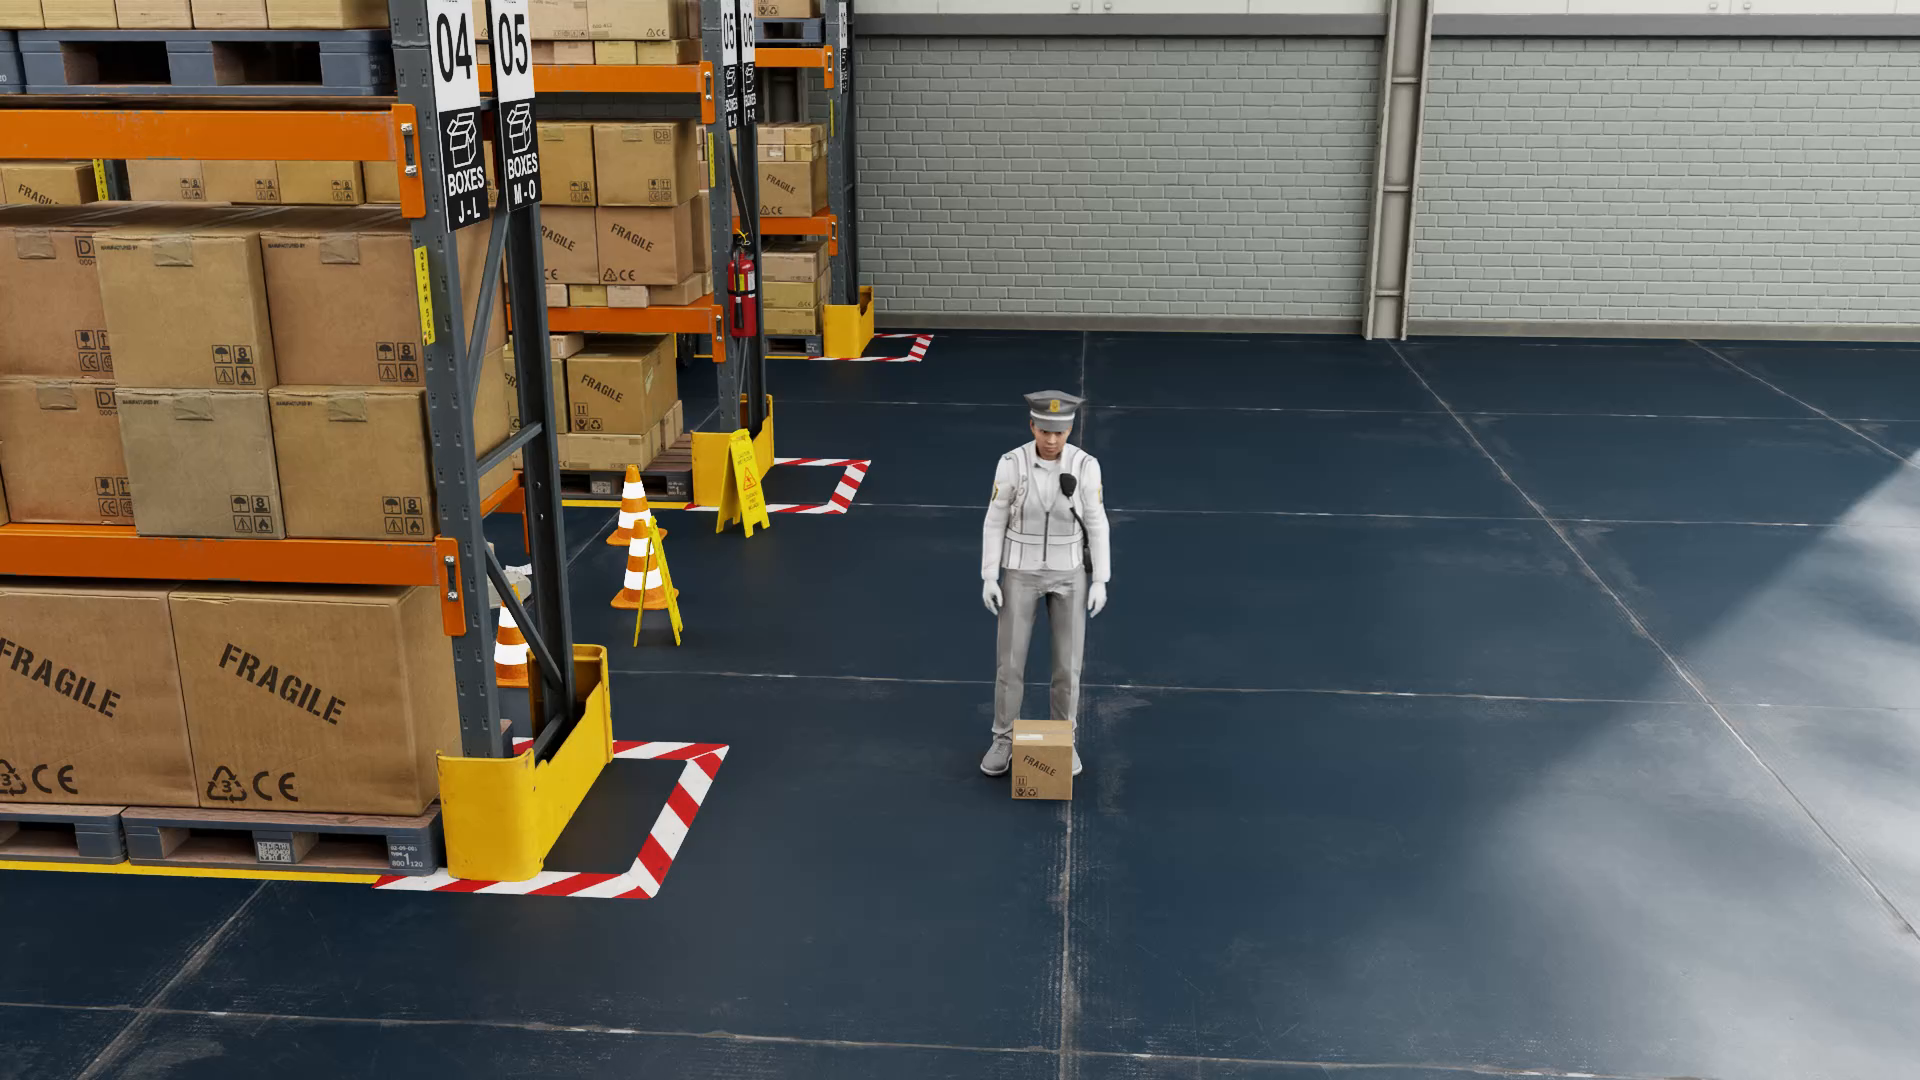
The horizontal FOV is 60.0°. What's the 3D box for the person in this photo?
[{"bbox_3d":[0.359,0.177,6.988,0.538,1.663,0.377,1,18,3],"label":"person"}]
